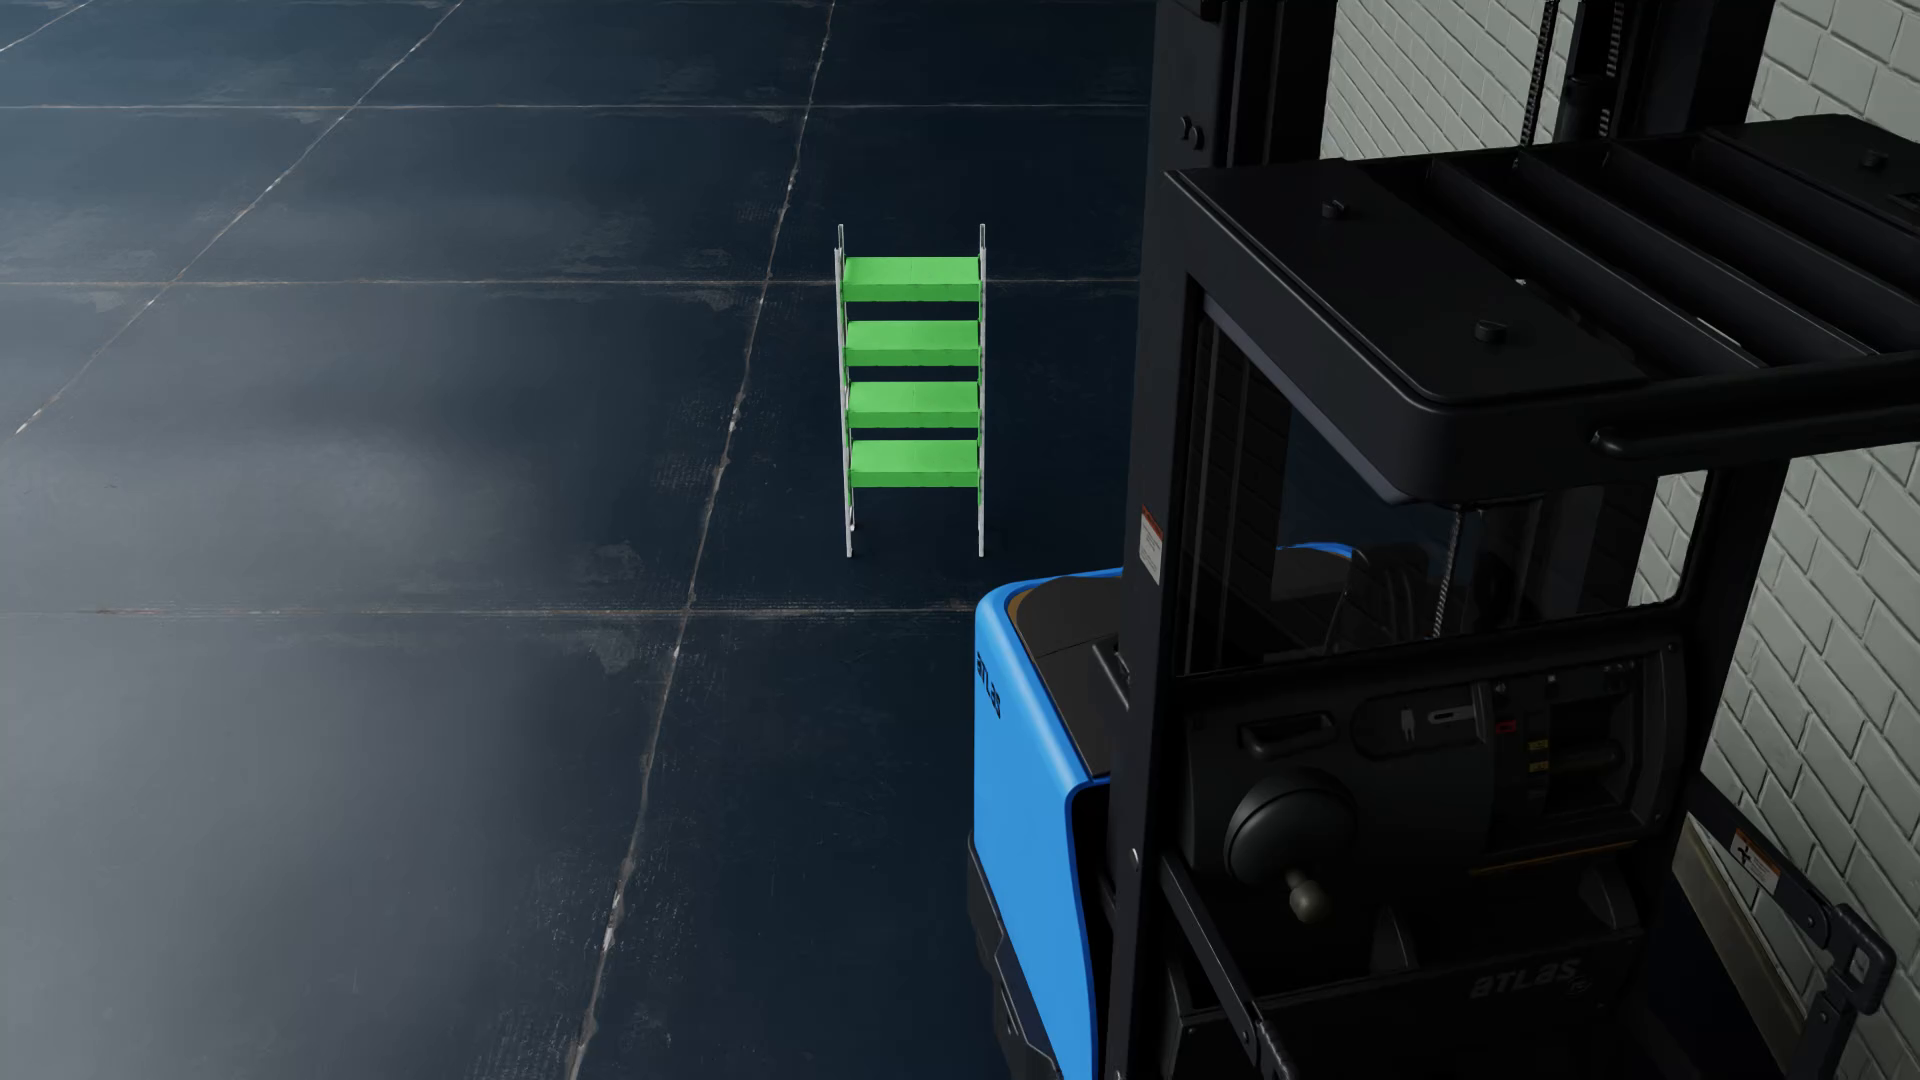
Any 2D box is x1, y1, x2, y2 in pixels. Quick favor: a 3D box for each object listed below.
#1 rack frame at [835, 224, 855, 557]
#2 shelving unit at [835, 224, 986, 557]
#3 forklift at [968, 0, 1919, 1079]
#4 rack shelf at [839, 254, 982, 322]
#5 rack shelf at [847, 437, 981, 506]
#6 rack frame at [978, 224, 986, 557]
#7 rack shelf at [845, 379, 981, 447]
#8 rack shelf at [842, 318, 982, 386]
[{"bbox_3d":[-0.410,-0.512,5.937,0.015,1.200,0.240,0,31,0],"label":"rack frame"},{"bbox_3d":[-0.166,-0.512,5.938,0.503,1.200,0.258,0,31,0],"label":"shelving unit"},{"bbox_3d":[0.880,0.453,2.677,1.130,2.935,3.031,-8,32,-12],"label":"forklift"},{"bbox_3d":[-0.166,-0.868,5.722,0.480,0.148,0.258,0,31,0],"label":"rack shelf"},{"bbox_3d":[-0.166,-0.253,6.096,0.480,0.148,0.258,0,31,0],"label":"rack shelf"},{"bbox_3d":[0.078,-0.513,5.939,0.015,1.200,0.240,0,31,0],"label":"rack frame"},{"bbox_3d":[-0.166,-0.458,5.971,0.480,0.148,0.258,0,31,0],"label":"rack shelf"},{"bbox_3d":[-0.166,-0.663,5.847,0.480,0.148,0.258,0,31,0],"label":"rack shelf"}]
